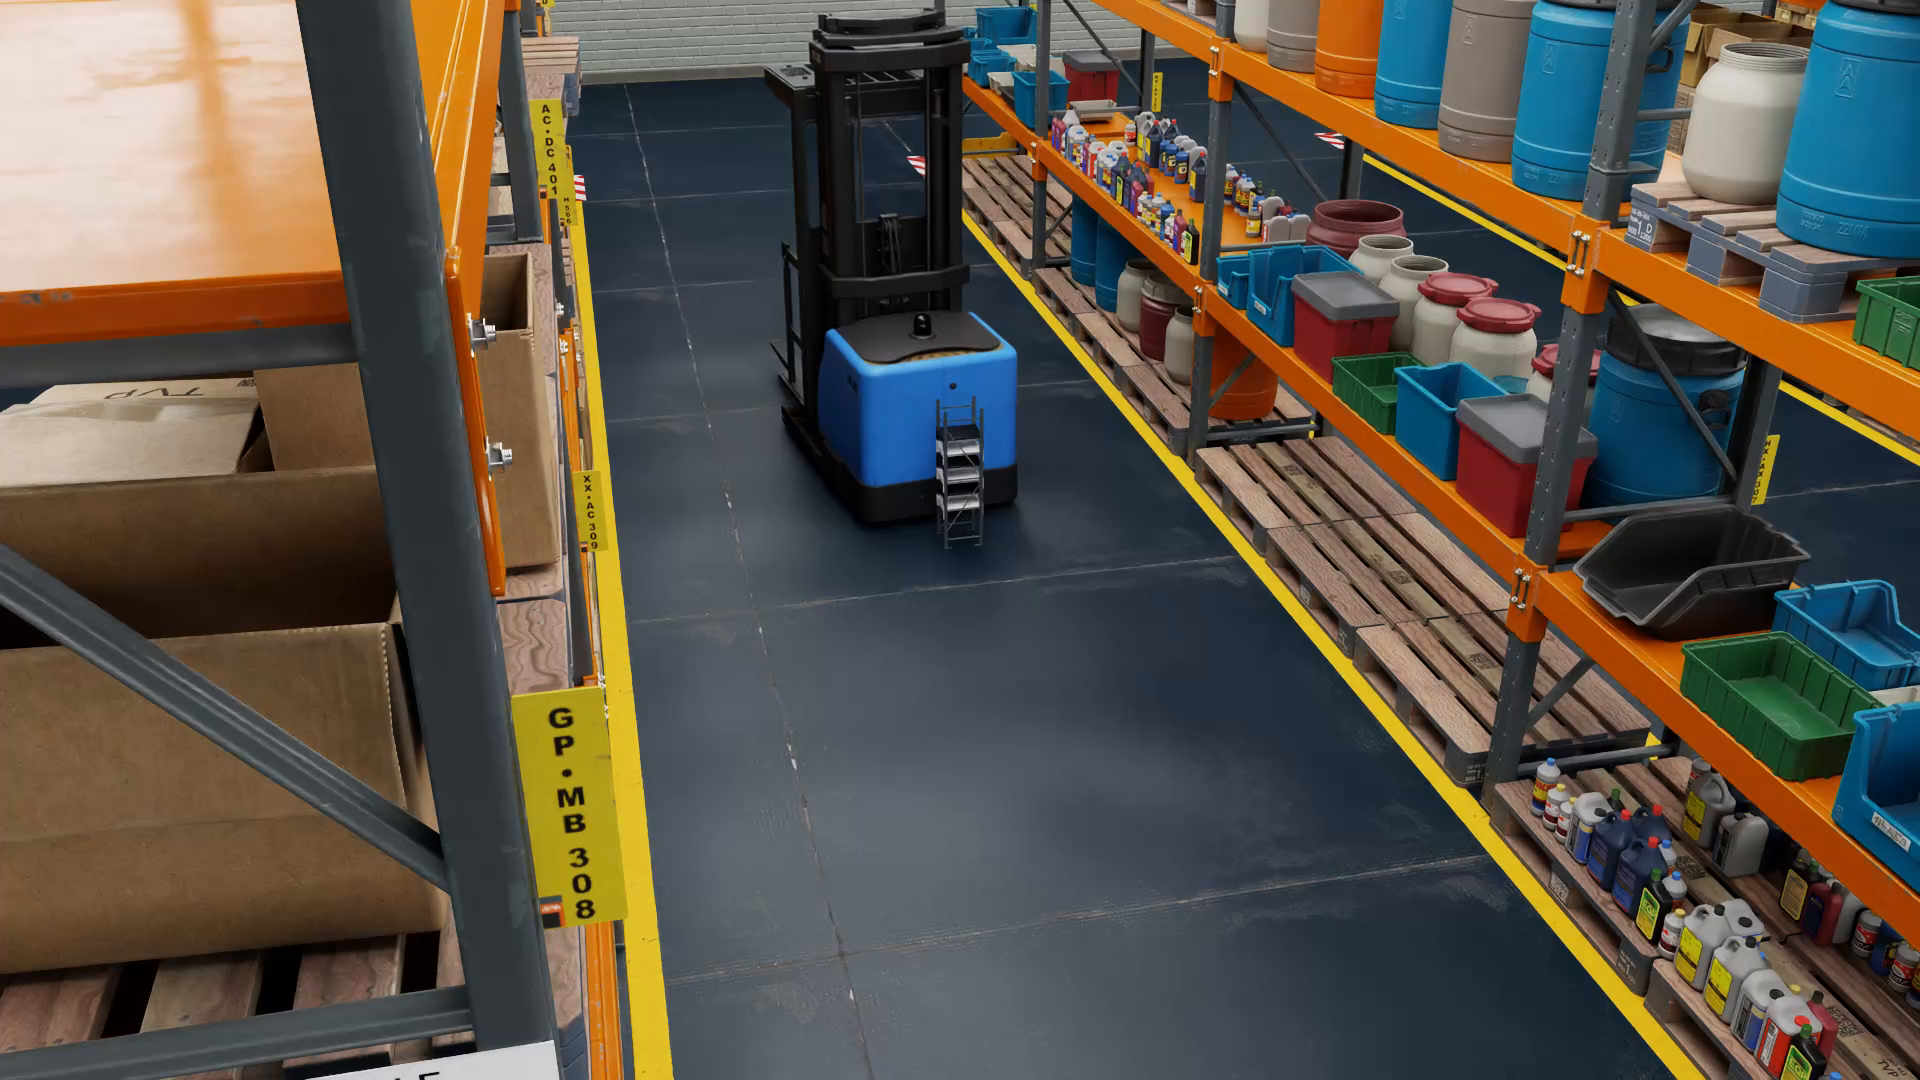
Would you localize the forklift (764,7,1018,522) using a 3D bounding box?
[{"bbox_3d":[-0.619,-2.062,11.083,1.130,2.935,3.031,-9,28,-18],"label":"forklift"}]

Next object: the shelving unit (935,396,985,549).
[{"bbox_3d":[-0.002,-0.405,10.054,0.258,0.900,0.210,-6,27,-12],"label":"shelving unit"}]

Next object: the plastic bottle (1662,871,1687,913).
[{"bbox_3d":[2.826,1.436,6.616,0.097,0.271,0.097,0,27,0],"label":"plastic bottle"}]

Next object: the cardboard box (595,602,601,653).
[{"bbox_3d":[-2.087,0.538,8.441,0.500,0.250,0.500,-5,27,-11],"label":"cardboard box"}]

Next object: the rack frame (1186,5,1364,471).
[{"bbox_3d":[2.035,-1.882,10.650,1.000,3.000,0.127,-6,27,-12],"label":"rack frame"}]

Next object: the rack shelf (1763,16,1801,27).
[{"bbox_3d":[10.364,-5.157,17.937,1.077,0.370,4.000,-6,27,-12],"label":"rack shelf"}]

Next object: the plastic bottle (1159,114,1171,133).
[{"bbox_3d":[1.660,-3.246,13.407,0.144,0.351,0.185,-6,27,-12],"label":"plastic bottle"}]

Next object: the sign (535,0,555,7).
[{"bbox_3d":[-2.249,-3.039,8.951,0.100,0.325,0.005,-6,27,-12],"label":"sign"}]

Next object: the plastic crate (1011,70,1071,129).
[{"bbox_3d":[0.696,-3.828,14.457,0.392,0.384,0.575,-6,27,-12],"label":"plastic crate"}]

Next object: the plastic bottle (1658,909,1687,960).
[{"bbox_3d":[2.798,1.533,6.502,0.097,0.201,0.097,0,27,0],"label":"plastic bottle"}]

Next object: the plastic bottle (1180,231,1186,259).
[{"bbox_3d":[1.520,-1.980,11.065,0.097,0.201,0.097,0,27,0],"label":"plastic bottle"}]

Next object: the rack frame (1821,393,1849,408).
[{"bbox_3d":[6.861,-2.385,11.646,1.000,3.000,0.127,-6,27,-12],"label":"rack frame"}]

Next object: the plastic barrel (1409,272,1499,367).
[{"bbox_3d":[2.672,-1.141,9.031,0.433,0.535,0.433,0,27,0],"label":"plastic barrel"}]

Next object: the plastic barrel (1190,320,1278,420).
[{"bbox_3d":[1.908,-1.314,11.466,0.600,0.830,0.708,-6,27,-12],"label":"plastic barrel"}]

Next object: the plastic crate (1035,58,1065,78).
[{"bbox_3d":[0.969,-4.301,15.507,0.437,0.282,0.530,-6,27,-12],"label":"plastic crate"}]

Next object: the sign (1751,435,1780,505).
[{"bbox_3d":[3.475,-0.301,7.210,0.100,0.325,0.005,-6,27,-12],"label":"sign"}]

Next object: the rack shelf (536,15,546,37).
[{"bbox_3d":[-3.242,-3.277,10.882,1.077,0.370,4.000,-6,27,-12],"label":"rack shelf"}]

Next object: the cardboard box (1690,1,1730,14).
[{"bbox_3d":[6.111,-4.354,14.323,0.797,0.503,0.637,-7,28,-13],"label":"cardboard box"}]

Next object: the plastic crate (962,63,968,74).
[{"bbox_3d":[0.112,-4.714,16.487,0.250,0.136,0.298,-6,27,-12],"label":"plastic crate"}]

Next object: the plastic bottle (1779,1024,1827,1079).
[{"bbox_3d":[2.953,1.835,5.812,0.061,0.283,0.133,-5,27,-10],"label":"plastic bottle"}]

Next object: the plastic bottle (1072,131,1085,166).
[{"bbox_3d":[0.949,-3.124,13.254,0.097,0.271,0.097,0,27,0],"label":"plastic bottle"}]

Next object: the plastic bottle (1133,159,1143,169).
[{"bbox_3d":[1.311,-2.706,12.425,0.097,0.271,0.097,0,27,0],"label":"plastic bottle"}]

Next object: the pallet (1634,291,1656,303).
[{"bbox_3d":[6.485,-2.029,14.035,1.003,0.211,1.213,-6,27,-12],"label":"pallet"}]

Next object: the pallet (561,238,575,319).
[{"bbox_3d":[-3.013,-1.586,10.275,1.213,0.211,1.003,-6,27,-12],"label":"pallet"}]

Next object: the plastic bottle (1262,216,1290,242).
[{"bbox_3d":[2.104,-2.034,11.089,0.152,0.276,0.135,-6,27,-12],"label":"plastic bottle"}]

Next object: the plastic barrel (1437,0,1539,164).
[{"bbox_3d":[2.463,-2.177,7.350,0.600,0.901,0.600,0,27,0],"label":"plastic barrel"}]

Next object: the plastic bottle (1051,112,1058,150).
[{"bbox_3d":[0.801,-3.382,13.751,0.061,0.283,0.133,-6,27,-12],"label":"plastic bottle"}]

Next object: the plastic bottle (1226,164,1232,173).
[{"bbox_3d":[1.940,-2.658,12.326,0.152,0.276,0.135,-6,27,-12],"label":"plastic bottle"}]

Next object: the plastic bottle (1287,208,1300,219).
[{"bbox_3d":[2.253,-2.101,11.227,0.097,0.271,0.097,0,27,0],"label":"plastic bottle"}]

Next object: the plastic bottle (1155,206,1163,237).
[{"bbox_3d":[1.402,-2.210,11.519,0.097,0.201,0.097,0,27,0],"label":"plastic bottle"}]

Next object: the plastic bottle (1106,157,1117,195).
[{"bbox_3d":[1.149,-2.734,12.481,0.097,0.271,0.097,0,27,0],"label":"plastic bottle"}]

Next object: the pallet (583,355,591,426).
[{"bbox_3d":[-3.195,-1.002,12.001,1.003,0.211,1.213,-6,27,-12],"label":"pallet"}]

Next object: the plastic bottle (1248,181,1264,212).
[{"bbox_3d":[2.110,-2.421,11.846,0.061,0.283,0.133,-6,27,-12],"label":"plastic bottle"}]

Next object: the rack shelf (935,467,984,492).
[{"bbox_3d":[-0.002,-0.376,10.069,0.258,0.077,0.200,-6,27,-12],"label":"rack shelf"}]

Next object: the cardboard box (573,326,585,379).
[{"bbox_3d":[-2.847,-1.140,11.466,0.500,0.500,0.500,-6,27,-12],"label":"cardboard box"}]

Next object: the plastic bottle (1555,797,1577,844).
[{"bbox_3d":[2.627,1.200,7.160,0.097,0.201,0.097,0,27,0],"label":"plastic bottle"}]

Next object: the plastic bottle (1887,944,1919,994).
[{"bbox_3d":[3.611,1.617,6.334,0.097,0.201,0.097,0,27,0],"label":"plastic bottle"}]

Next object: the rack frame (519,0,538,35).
[{"bbox_3d":[-2.792,-4.059,8.305,1.000,3.000,0.127,-6,27,-12],"label":"rack frame"}]

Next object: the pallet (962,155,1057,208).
[{"bbox_3d":[0.380,-3.783,17.511,1.003,0.211,1.213,-6,27,-12],"label":"pallet"}]

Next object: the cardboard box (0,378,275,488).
[{"bbox_3d":[-1.631,-0.141,3.349,0.500,0.311,0.500,-3,27,-6],"label":"cardboard box"}]

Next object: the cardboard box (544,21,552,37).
[{"bbox_3d":[-3.525,-3.863,13.354,0.500,0.500,0.500,-5,27,-10],"label":"cardboard box"}]

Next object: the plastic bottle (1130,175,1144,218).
[{"bbox_3d":[1.271,-2.466,11.936,0.061,0.283,0.133,-6,27,-12],"label":"plastic bottle"}]

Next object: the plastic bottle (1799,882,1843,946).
[{"bbox_3d":[3.408,1.452,6.570,0.061,0.283,0.133,-6,27,-12],"label":"plastic bottle"}]

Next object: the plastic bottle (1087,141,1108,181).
[{"bbox_3d":[1.075,-2.934,12.872,0.152,0.276,0.135,-6,27,-12],"label":"plastic bottle"}]

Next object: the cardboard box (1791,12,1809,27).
[{"bbox_3d":[9.764,-5.961,19.010,0.380,0.149,0.250,-5,27,-10],"label":"cardboard box"}]

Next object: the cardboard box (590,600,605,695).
[{"bbox_3d":[-1.966,0.511,7.872,0.500,0.311,0.500,-7,28,-13],"label":"cardboard box"}]

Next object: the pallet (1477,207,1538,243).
[{"bbox_3d":[5.864,-3.238,16.431,1.003,0.211,1.213,-6,27,-12],"label":"pallet"}]

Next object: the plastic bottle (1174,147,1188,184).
[{"bbox_3d":[1.699,-2.877,12.764,0.097,0.271,0.097,0,27,0],"label":"plastic bottle"}]

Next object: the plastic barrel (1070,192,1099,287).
[{"bbox_3d":[1.240,-2.648,14.031,0.600,0.901,0.708,-6,27,-12],"label":"plastic barrel"}]

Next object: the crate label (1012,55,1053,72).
[{"bbox_3d":[0.730,-4.715,16.489,0.396,0.136,0.243,-6,27,-12],"label":"crate label"}]

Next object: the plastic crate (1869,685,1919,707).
[{"bbox_3d":[3.549,0.679,5.869,0.530,0.136,0.437,-6,27,-12],"label":"plastic crate"}]

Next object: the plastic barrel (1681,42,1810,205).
[{"bbox_3d":[2.842,-1.494,5.961,0.421,0.512,0.421,0,27,0],"label":"plastic barrel"}]

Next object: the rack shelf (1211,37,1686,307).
[{"bbox_3d":[2.486,-2.022,8.397,1.077,0.370,4.000,-6,27,-12],"label":"rack shelf"}]

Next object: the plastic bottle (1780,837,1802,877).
[{"bbox_3d":[3.483,1.295,6.881,0.061,0.283,0.133,-4,27,-8],"label":"plastic bottle"}]

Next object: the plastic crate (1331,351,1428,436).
[{"bbox_3d":[2.269,-0.767,8.677,0.450,0.188,0.662,-6,27,-12],"label":"plastic crate"}]

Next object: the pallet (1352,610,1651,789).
[{"bbox_3d":[2.722,0.778,8.474,1.003,0.211,1.213,-6,27,-12],"label":"pallet"}]
